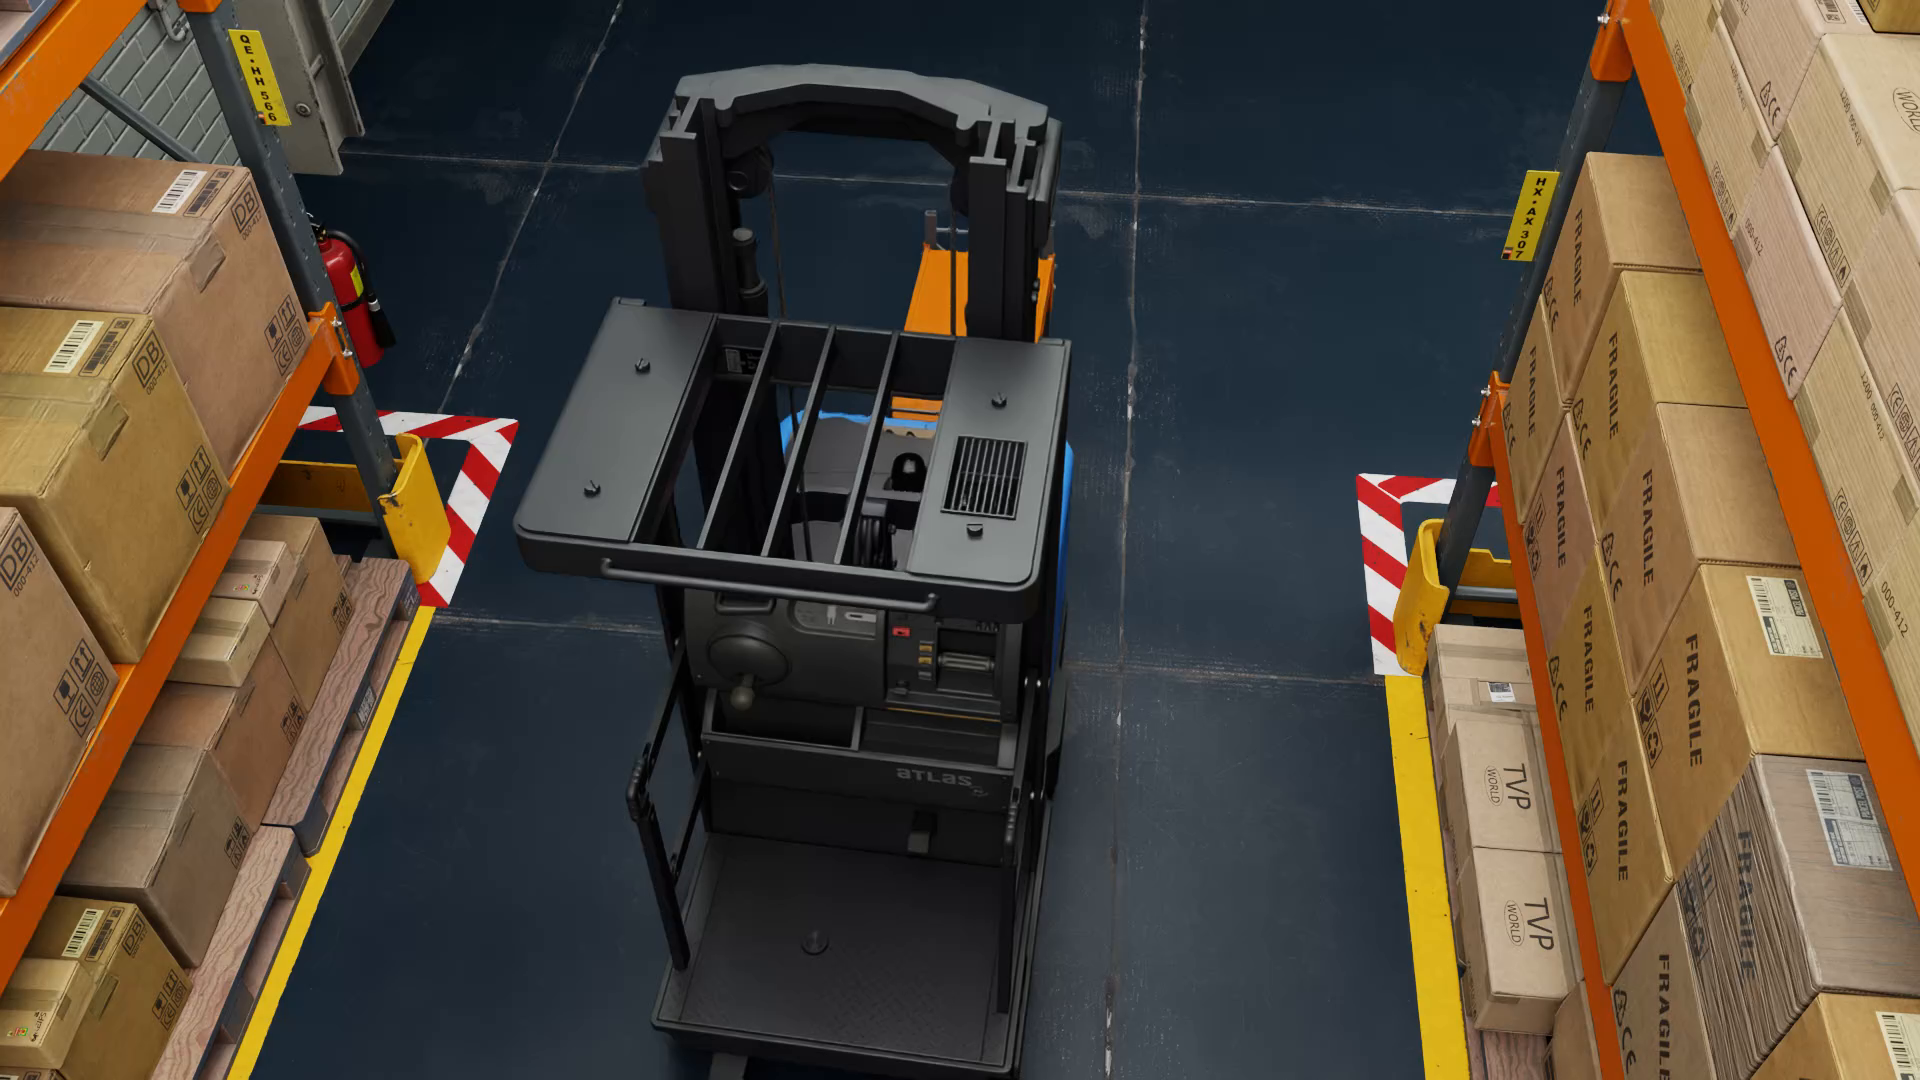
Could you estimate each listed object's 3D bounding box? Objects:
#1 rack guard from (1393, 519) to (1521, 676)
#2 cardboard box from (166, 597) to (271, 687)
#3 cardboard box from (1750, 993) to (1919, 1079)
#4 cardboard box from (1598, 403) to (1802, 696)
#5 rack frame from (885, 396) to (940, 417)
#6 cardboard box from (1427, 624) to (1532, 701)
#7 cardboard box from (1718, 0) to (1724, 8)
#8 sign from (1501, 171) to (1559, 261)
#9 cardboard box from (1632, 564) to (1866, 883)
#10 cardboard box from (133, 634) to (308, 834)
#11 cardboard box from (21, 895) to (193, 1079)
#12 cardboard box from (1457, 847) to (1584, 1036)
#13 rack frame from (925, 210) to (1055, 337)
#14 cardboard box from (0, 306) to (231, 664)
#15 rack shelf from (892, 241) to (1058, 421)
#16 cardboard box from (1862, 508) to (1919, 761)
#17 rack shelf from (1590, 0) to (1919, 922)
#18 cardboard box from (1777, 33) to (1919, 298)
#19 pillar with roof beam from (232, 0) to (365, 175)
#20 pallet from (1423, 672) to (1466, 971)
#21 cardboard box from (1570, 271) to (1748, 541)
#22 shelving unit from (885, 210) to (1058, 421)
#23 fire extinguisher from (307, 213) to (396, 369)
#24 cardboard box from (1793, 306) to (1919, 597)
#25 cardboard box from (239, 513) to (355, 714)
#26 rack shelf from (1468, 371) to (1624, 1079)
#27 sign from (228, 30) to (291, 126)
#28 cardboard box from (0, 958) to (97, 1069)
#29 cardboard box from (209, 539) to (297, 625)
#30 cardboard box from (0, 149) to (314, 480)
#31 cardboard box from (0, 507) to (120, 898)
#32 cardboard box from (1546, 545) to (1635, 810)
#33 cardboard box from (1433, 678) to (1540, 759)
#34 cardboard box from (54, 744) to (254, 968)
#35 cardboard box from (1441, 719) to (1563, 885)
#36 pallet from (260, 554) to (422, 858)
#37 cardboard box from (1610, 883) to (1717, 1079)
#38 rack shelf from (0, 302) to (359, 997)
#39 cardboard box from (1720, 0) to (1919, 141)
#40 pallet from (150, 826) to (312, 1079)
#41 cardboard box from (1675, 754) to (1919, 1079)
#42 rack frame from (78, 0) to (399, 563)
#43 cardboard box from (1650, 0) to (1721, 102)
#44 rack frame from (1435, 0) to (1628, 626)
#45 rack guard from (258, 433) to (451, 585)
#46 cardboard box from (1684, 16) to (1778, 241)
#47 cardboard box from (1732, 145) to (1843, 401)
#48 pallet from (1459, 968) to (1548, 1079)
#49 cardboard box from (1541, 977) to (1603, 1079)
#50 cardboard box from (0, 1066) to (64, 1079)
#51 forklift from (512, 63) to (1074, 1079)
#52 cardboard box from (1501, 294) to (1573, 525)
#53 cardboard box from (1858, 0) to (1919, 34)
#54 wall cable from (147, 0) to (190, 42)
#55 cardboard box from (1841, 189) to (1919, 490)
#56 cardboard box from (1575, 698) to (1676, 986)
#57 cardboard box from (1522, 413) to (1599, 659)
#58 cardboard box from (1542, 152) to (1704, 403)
[{"bbox_3d":[2.258,0.252,6.181,1.175,0.500,0.348,4,48,4],"label":"rack guard"},{"bbox_3d":[-2.486,0.321,5.394,0.380,0.149,0.250,5,48,5],"label":"cardboard box"},{"bbox_3d":[1.732,1.155,2.915,0.500,0.500,0.500,3,48,3],"label":"cardboard box"},{"bbox_3d":[1.871,0.042,3.934,0.500,0.500,0.500,4,48,4],"label":"cardboard box"},{"bbox_3d":[-0.030,-0.109,6.087,0.500,1.125,0.032,6,48,6],"label":"rack frame"},{"bbox_3d":[1.884,0.451,5.939,0.380,0.149,0.250,4,48,4],"label":"cardboard box"},{"bbox_3d":[1.959,-1.418,3.744,0.500,0.250,0.500,4,48,4],"label":"cardboard box"},{"bbox_3d":[1.724,-0.976,5.023,0.100,0.325,0.005,4,48,4],"label":"sign"},{"bbox_3d":[1.826,0.415,3.592,0.500,0.500,0.500,3,48,3],"label":"cardboard box"},{"bbox_3d":[-2.678,0.613,5.566,0.700,0.500,0.500,4,48,3],"label":"cardboard box"},{"bbox_3d":[-2.765,1.375,4.869,0.700,0.500,0.500,5,48,4],"label":"cardboard box"},{"bbox_3d":[1.842,1.247,5.142,0.500,0.250,0.500,4,48,4],"label":"cardboard box"},{"bbox_3d":[0.114,-0.851,6.766,0.500,1.125,0.032,6,48,6],"label":"rack frame"},{"bbox_3d":[-2.760,-0.168,4.668,0.980,0.700,0.700,4,48,3],"label":"cardboard box"},{"bbox_3d":[0.042,-0.678,6.211,0.538,0.278,1.000,6,48,6],"label":"rack shelf"},{"bbox_3d":[1.773,0.220,2.585,0.500,0.250,0.500,4,48,4],"label":"cardboard box"},{"bbox_3d":[2.082,0.053,3.124,1.077,0.370,4.000,4,48,4],"label":"rack shelf"},{"bbox_3d":[1.867,-0.683,3.072,0.500,0.250,0.500,4,48,4],"label":"cardboard box"},{"bbox_3d":[1.003,-4.755,5.001,9.100,9.000,0.400,4,48,4],"label":"pillar with roof beam"},{"bbox_3d":[2.186,0.936,5.751,1.003,0.211,1.213,4,48,4],"label":"pallet"},{"bbox_3d":[1.922,-0.326,4.270,0.500,0.500,0.500,4,48,4],"label":"cardboard box"},{"bbox_3d":[0.042,-0.480,6.427,0.538,1.125,1.048,6,48,6],"label":"shelving unit"},{"bbox_3d":[-2.195,-0.906,5.851,0.296,0.674,0.183,4,48,4],"label":"fire extinguisher"},{"bbox_3d":[1.823,-0.147,2.920,0.500,0.250,0.500,4,48,4],"label":"cardboard box"},{"bbox_3d":[-2.633,0.245,5.902,0.700,0.500,0.500,4,48,4],"label":"cardboard box"},{"bbox_3d":[2.082,1.065,4.231,1.077,0.370,4.000,4,48,4],"label":"rack shelf"},{"bbox_3d":[-2.130,-1.402,5.054,0.100,0.325,0.005,4,48,4],"label":"sign"},{"bbox_3d":[-2.603,1.279,4.517,0.380,0.149,0.250,3,48,2],"label":"cardboard box"},{"bbox_3d":[-2.463,0.133,5.565,0.380,0.149,0.250,3,48,3],"label":"cardboard box"},{"bbox_3d":[-2.705,-0.704,5.157,0.980,0.700,0.700,6,48,5],"label":"cardboard box"},{"bbox_3d":[-2.839,0.391,4.156,0.980,0.700,0.700,2,48,2],"label":"cardboard box"},{"bbox_3d":[1.871,0.375,4.306,0.500,0.500,0.500,4,48,3],"label":"cardboard box"},{"bbox_3d":[1.862,0.629,5.764,0.380,0.166,0.250,4,48,4],"label":"cardboard box"},{"bbox_3d":[-2.724,0.983,5.228,0.700,0.500,0.500,2,48,2],"label":"cardboard box"},{"bbox_3d":[1.887,0.880,5.478,0.500,0.250,0.500,4,48,4],"label":"cardboard box"},{"bbox_3d":[-2.664,0.556,6.098,1.003,0.211,1.213,4,48,4],"label":"pallet"},{"bbox_3d":[1.780,1.117,3.628,0.500,0.500,0.500,5,48,4],"label":"cardboard box"},{"bbox_3d":[-2.851,0.735,4.533,1.077,0.370,4.000,4,48,4],"label":"rack shelf"},{"bbox_3d":[1.906,-1.051,3.408,0.500,0.250,0.500,4,48,4],"label":"cardboard box"},{"bbox_3d":[-2.777,1.450,5.281,1.003,0.211,1.213,4,48,4],"label":"pallet"},{"bbox_3d":[1.779,0.785,3.254,0.500,0.500,0.500,4,48,4],"label":"cardboard box"},{"bbox_3d":[-2.669,-0.978,5.612,1.000,3.000,0.127,4,48,4],"label":"rack frame"},{"bbox_3d":[1.965,-1.249,3.928,0.500,0.250,0.500,4,48,4],"label":"cardboard box"},{"bbox_3d":[2.265,-0.647,5.309,1.000,3.000,0.127,4,48,4],"label":"rack frame"},{"bbox_3d":[-2.666,-0.152,6.550,1.175,0.500,0.348,4,48,4],"label":"rack guard"},{"bbox_3d":[1.906,-0.882,3.593,0.500,0.250,0.500,4,48,4],"label":"cardboard box"},{"bbox_3d":[1.862,-0.515,3.257,0.500,0.250,0.500,4,48,4],"label":"cardboard box"},{"bbox_3d":[2.072,1.830,4.934,1.003,0.211,1.213,4,48,4],"label":"pallet"},{"bbox_3d":[2.066,1.605,4.643,0.797,0.503,0.637,4,48,4],"label":"cardboard box"},{"bbox_3d":[-2.814,1.752,4.524,0.700,0.500,0.500,3,48,3],"label":"cardboard box"},{"bbox_3d":[-0.322,0.403,4.395,1.130,2.935,3.031,6,48,6],"label":"forklift"},{"bbox_3d":[1.962,-0.373,4.990,0.500,0.500,0.500,5,48,4],"label":"cardboard box"},{"bbox_3d":[2.104,-1.291,3.120,0.700,0.500,0.500,4,48,4],"label":"cardboard box"},{"bbox_3d":[-3.494,-2.325,6.155,0.084,1.984,1.851,4,48,4],"label":"wall cable"},{"bbox_3d":[1.817,-0.316,2.736,0.500,0.250,0.500,4,48,4],"label":"cardboard box"},{"bbox_3d":[1.824,0.742,3.970,0.500,0.500,0.500,4,48,4],"label":"cardboard box"},{"bbox_3d":[1.920,0.007,4.643,0.500,0.500,0.500,3,48,3],"label":"cardboard box"},{"bbox_3d":[1.962,-0.710,4.621,0.500,0.500,0.500,5,48,5],"label":"cardboard box"}]
